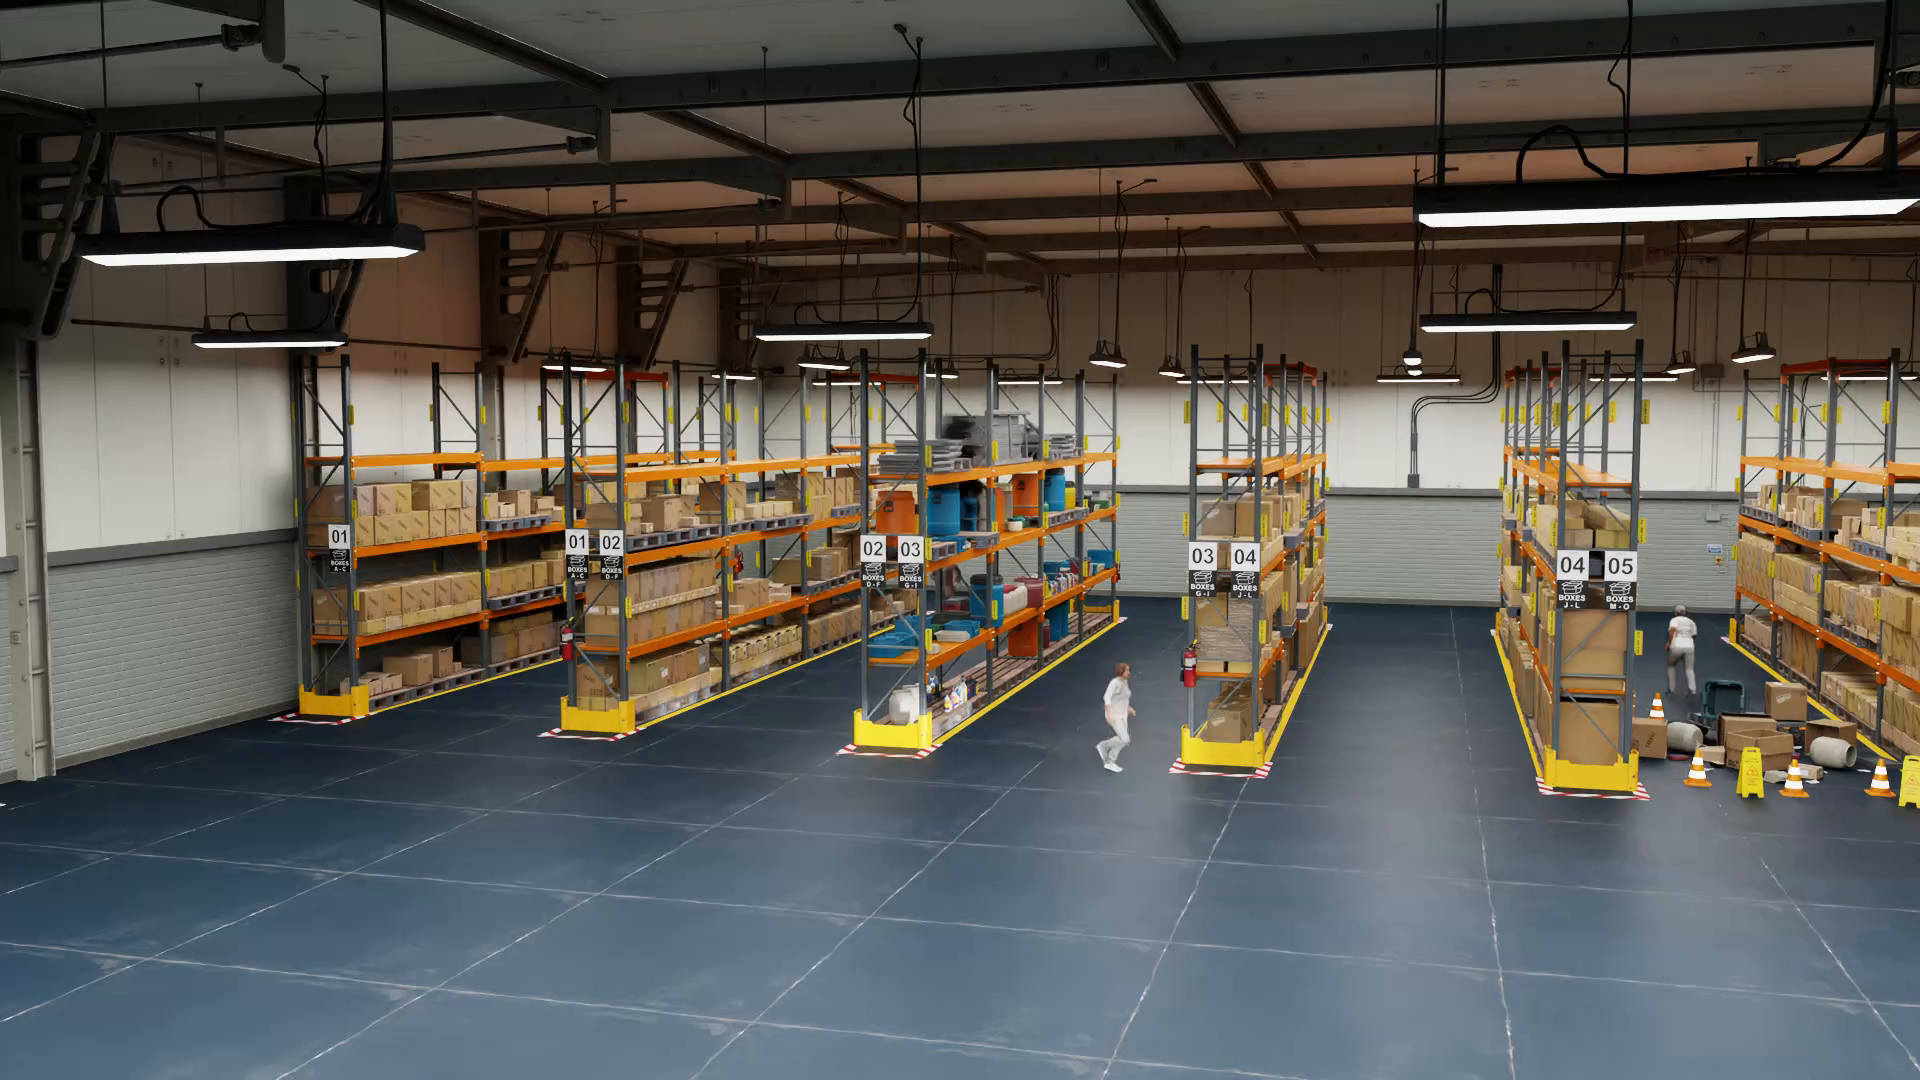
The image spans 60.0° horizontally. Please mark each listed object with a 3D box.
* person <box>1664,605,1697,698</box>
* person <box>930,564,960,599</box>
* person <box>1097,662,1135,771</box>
[{"bbox_3d":[12.770,1.989,29.407,0.601,1.640,0.945,0,4,6],"label":"person"},{"bbox_3d":[-0.372,1.175,39.312,0.667,1.810,0.883,1,4,13],"label":"person"},{"bbox_3d":[2.179,2.484,23.431,0.531,1.550,0.554,3,5,34],"label":"person"}]
